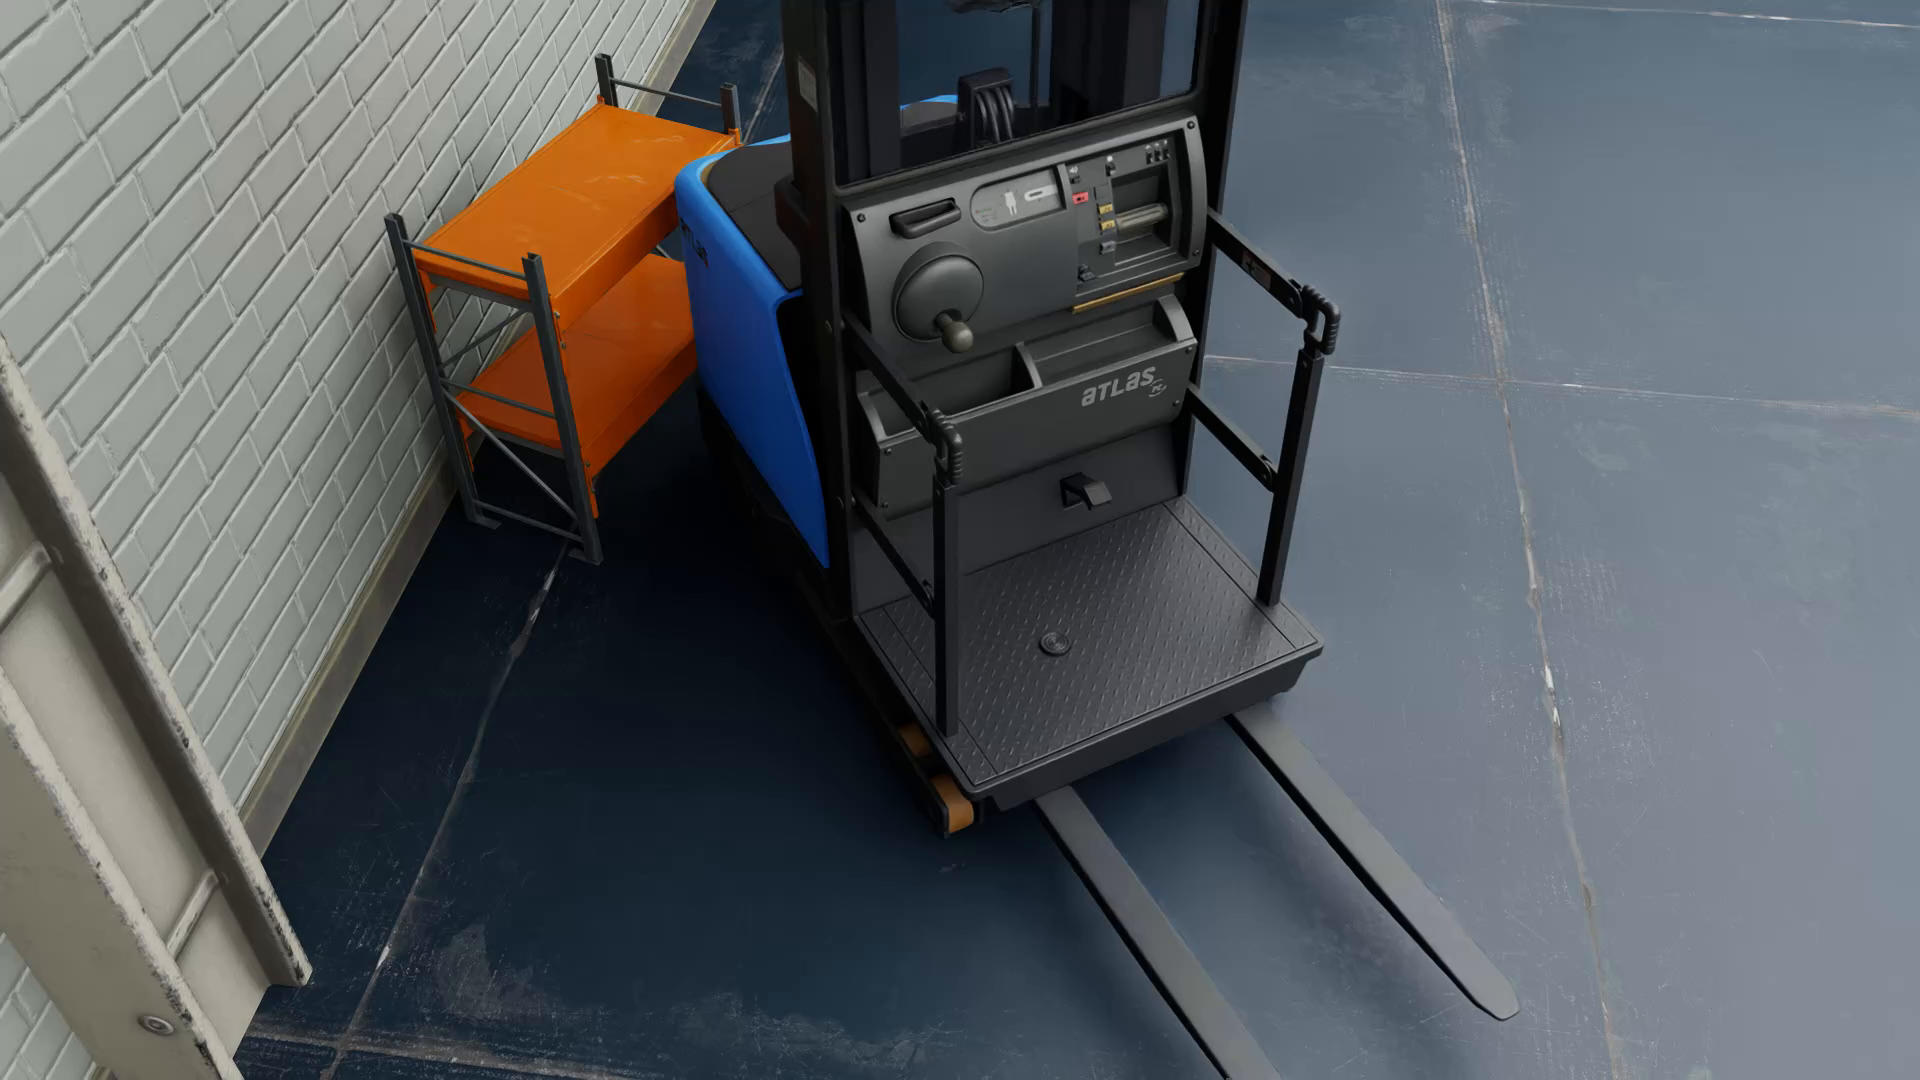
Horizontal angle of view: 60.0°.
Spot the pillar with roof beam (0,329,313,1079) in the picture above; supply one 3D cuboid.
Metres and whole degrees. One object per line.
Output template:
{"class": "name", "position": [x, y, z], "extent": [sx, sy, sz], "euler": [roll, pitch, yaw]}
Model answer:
{"class": "pillar with roof beam", "position": [2.484, -1.695, 0.496], "extent": [9.100, 9.000, 0.400], "euler": [5, 44, 6]}

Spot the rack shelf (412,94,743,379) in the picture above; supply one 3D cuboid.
{"class": "rack shelf", "position": [-1.129, -0.939, 4.998], "extent": [0.538, 0.278, 1.000], "euler": [18, 46, 18]}

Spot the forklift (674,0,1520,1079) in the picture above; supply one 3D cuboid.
{"class": "forklift", "position": [0.281, -0.643, 3.798], "extent": [1.130, 2.935, 3.031], "euler": [-20, 47, -20]}

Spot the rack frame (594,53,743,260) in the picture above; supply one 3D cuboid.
{"class": "rack frame", "position": [-0.914, -1.043, 5.534], "extent": [0.500, 1.125, 0.032], "euler": [18, 46, 18]}

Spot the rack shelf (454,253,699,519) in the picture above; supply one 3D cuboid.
{"class": "rack shelf", "position": [-1.129, -0.549, 5.367], "extent": [0.538, 0.278, 1.000], "euler": [18, 46, 18]}

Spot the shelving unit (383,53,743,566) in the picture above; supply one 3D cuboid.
{"class": "shelving unit", "position": [-1.129, -0.727, 5.199], "extent": [0.538, 1.125, 1.048], "euler": [18, 46, 18]}

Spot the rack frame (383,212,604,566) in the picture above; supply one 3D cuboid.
{"class": "rack frame", "position": [-1.344, -0.410, 4.865], "extent": [0.500, 1.125, 0.032], "euler": [18, 46, 18]}
